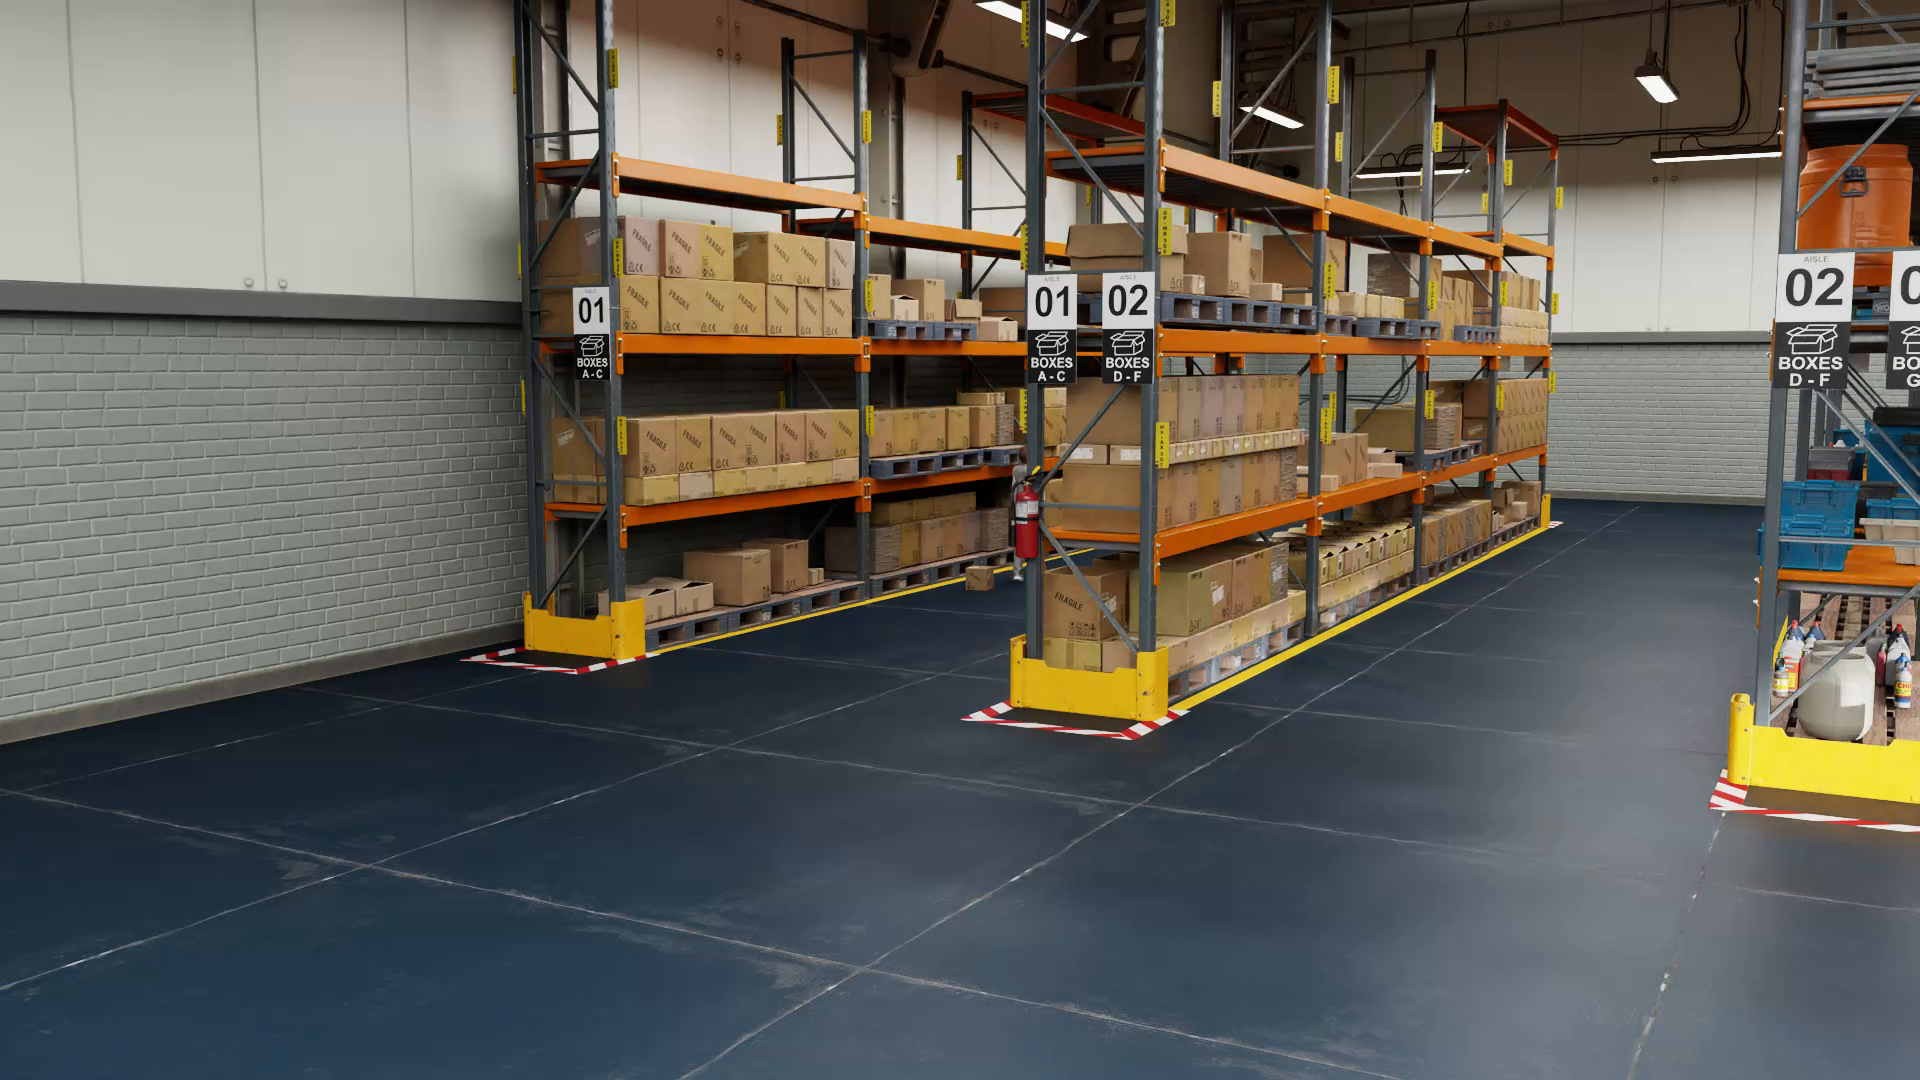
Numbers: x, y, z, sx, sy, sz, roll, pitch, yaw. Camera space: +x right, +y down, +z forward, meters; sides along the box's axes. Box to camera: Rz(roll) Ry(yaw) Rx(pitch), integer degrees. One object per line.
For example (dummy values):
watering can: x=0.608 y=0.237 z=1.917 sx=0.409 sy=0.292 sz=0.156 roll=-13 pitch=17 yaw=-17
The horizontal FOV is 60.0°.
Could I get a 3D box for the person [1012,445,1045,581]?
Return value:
person: x=0.809 y=-0.305 z=19.472 sx=0.412 sy=1.628 sz=0.331 roll=3 pitch=7 yaw=27
